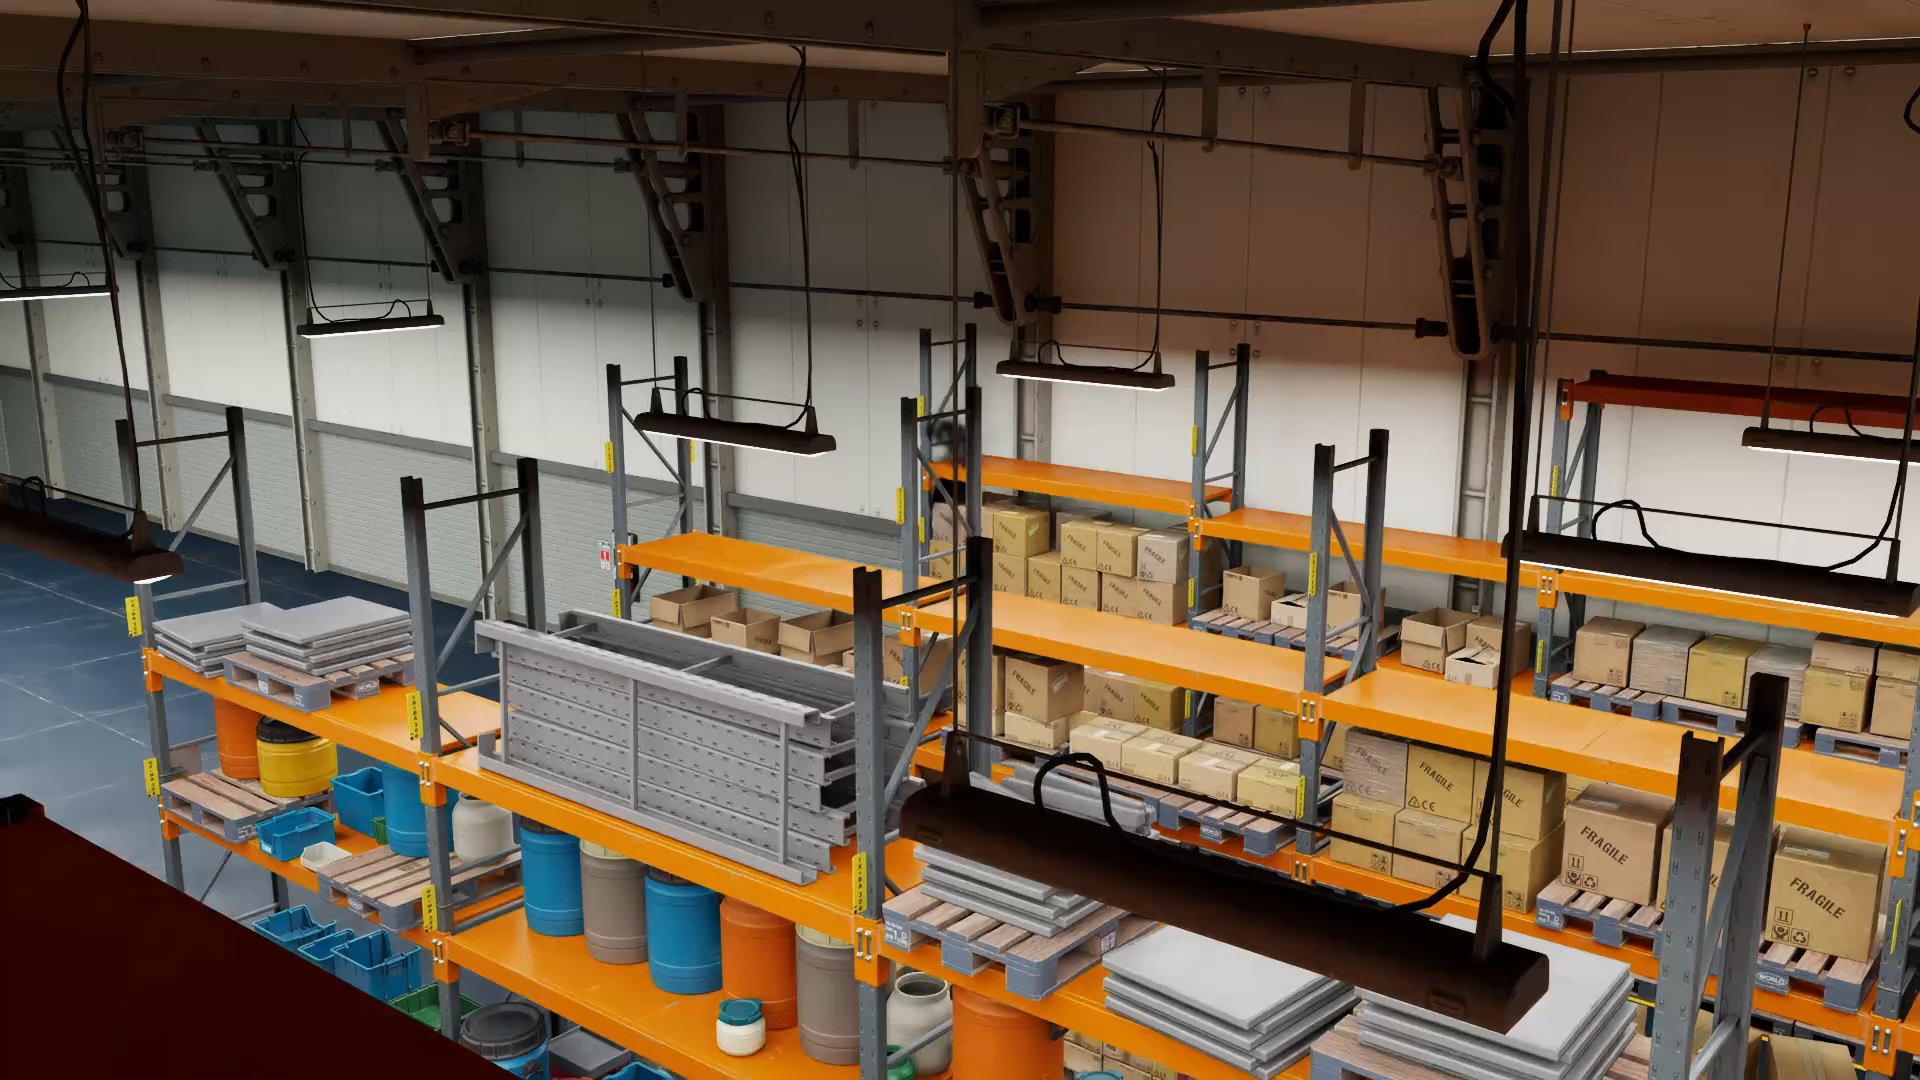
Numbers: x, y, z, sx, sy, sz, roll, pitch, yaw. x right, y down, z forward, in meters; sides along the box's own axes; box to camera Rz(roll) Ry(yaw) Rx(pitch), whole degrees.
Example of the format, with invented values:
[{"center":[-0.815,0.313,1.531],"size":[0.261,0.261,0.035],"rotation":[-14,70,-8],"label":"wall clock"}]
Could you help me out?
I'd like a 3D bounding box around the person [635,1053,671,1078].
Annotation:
[{"center":[-2.601,4.081,14.040],"size":[0.968,1.768,0.662],"rotation":[6,14,26],"label":"person"}]
